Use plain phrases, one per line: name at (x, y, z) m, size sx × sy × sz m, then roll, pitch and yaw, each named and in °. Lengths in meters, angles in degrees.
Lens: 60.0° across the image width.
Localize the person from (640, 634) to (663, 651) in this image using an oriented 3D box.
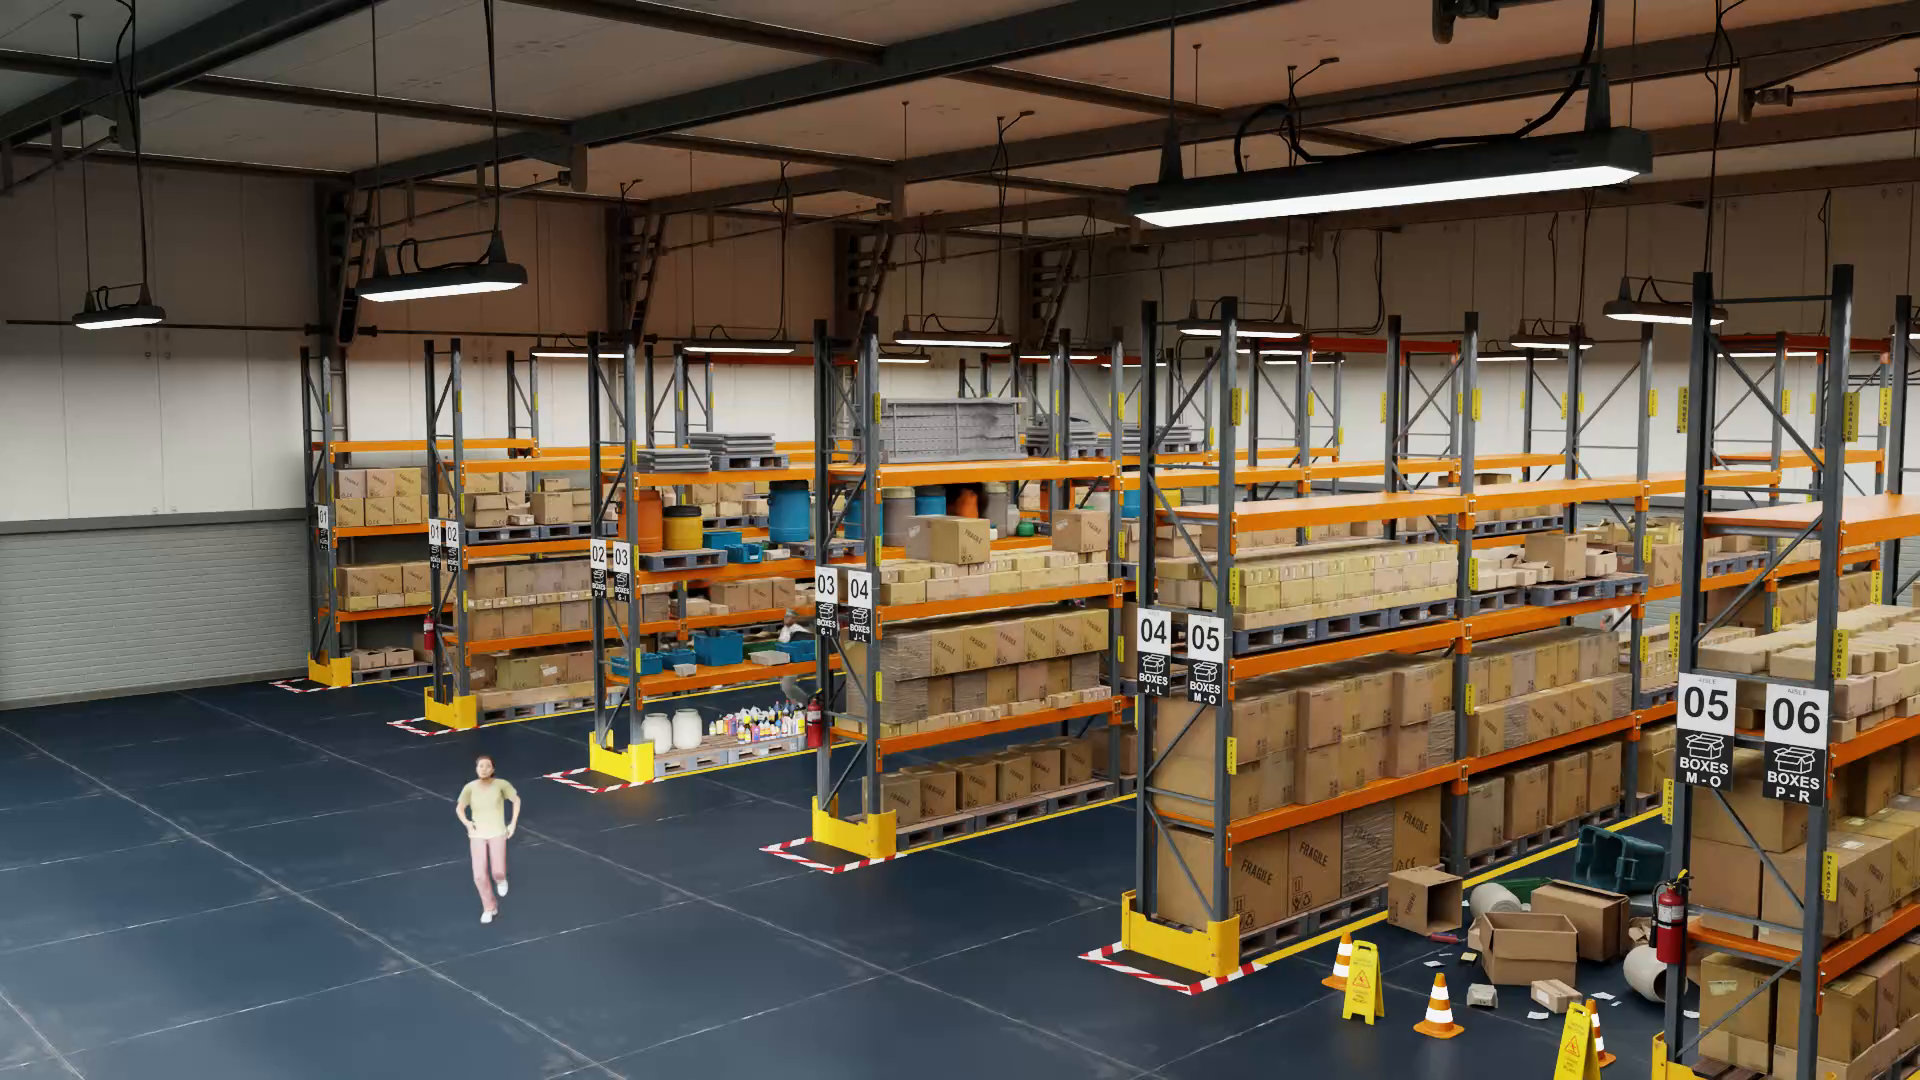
person at (-5.830, 1.605, 31.049) m, size 0.582 × 1.726 × 0.758 m, roll 4°, pitch 6°, yaw 36°

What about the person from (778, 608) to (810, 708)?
person at (-2.728, 1.951, 26.604) m, size 0.586 × 1.737 × 0.638 m, roll -4°, pitch 7°, yaw -41°

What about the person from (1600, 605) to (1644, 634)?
person at (11.565, 1.747, 29.000) m, size 0.718 × 1.734 × 0.869 m, roll 1°, pitch 5°, yaw 9°

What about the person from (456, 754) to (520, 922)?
person at (-4.670, 2.918, 16.428) m, size 0.591 × 1.634 × 0.579 m, roll -1°, pitch 5°, yaw -11°
